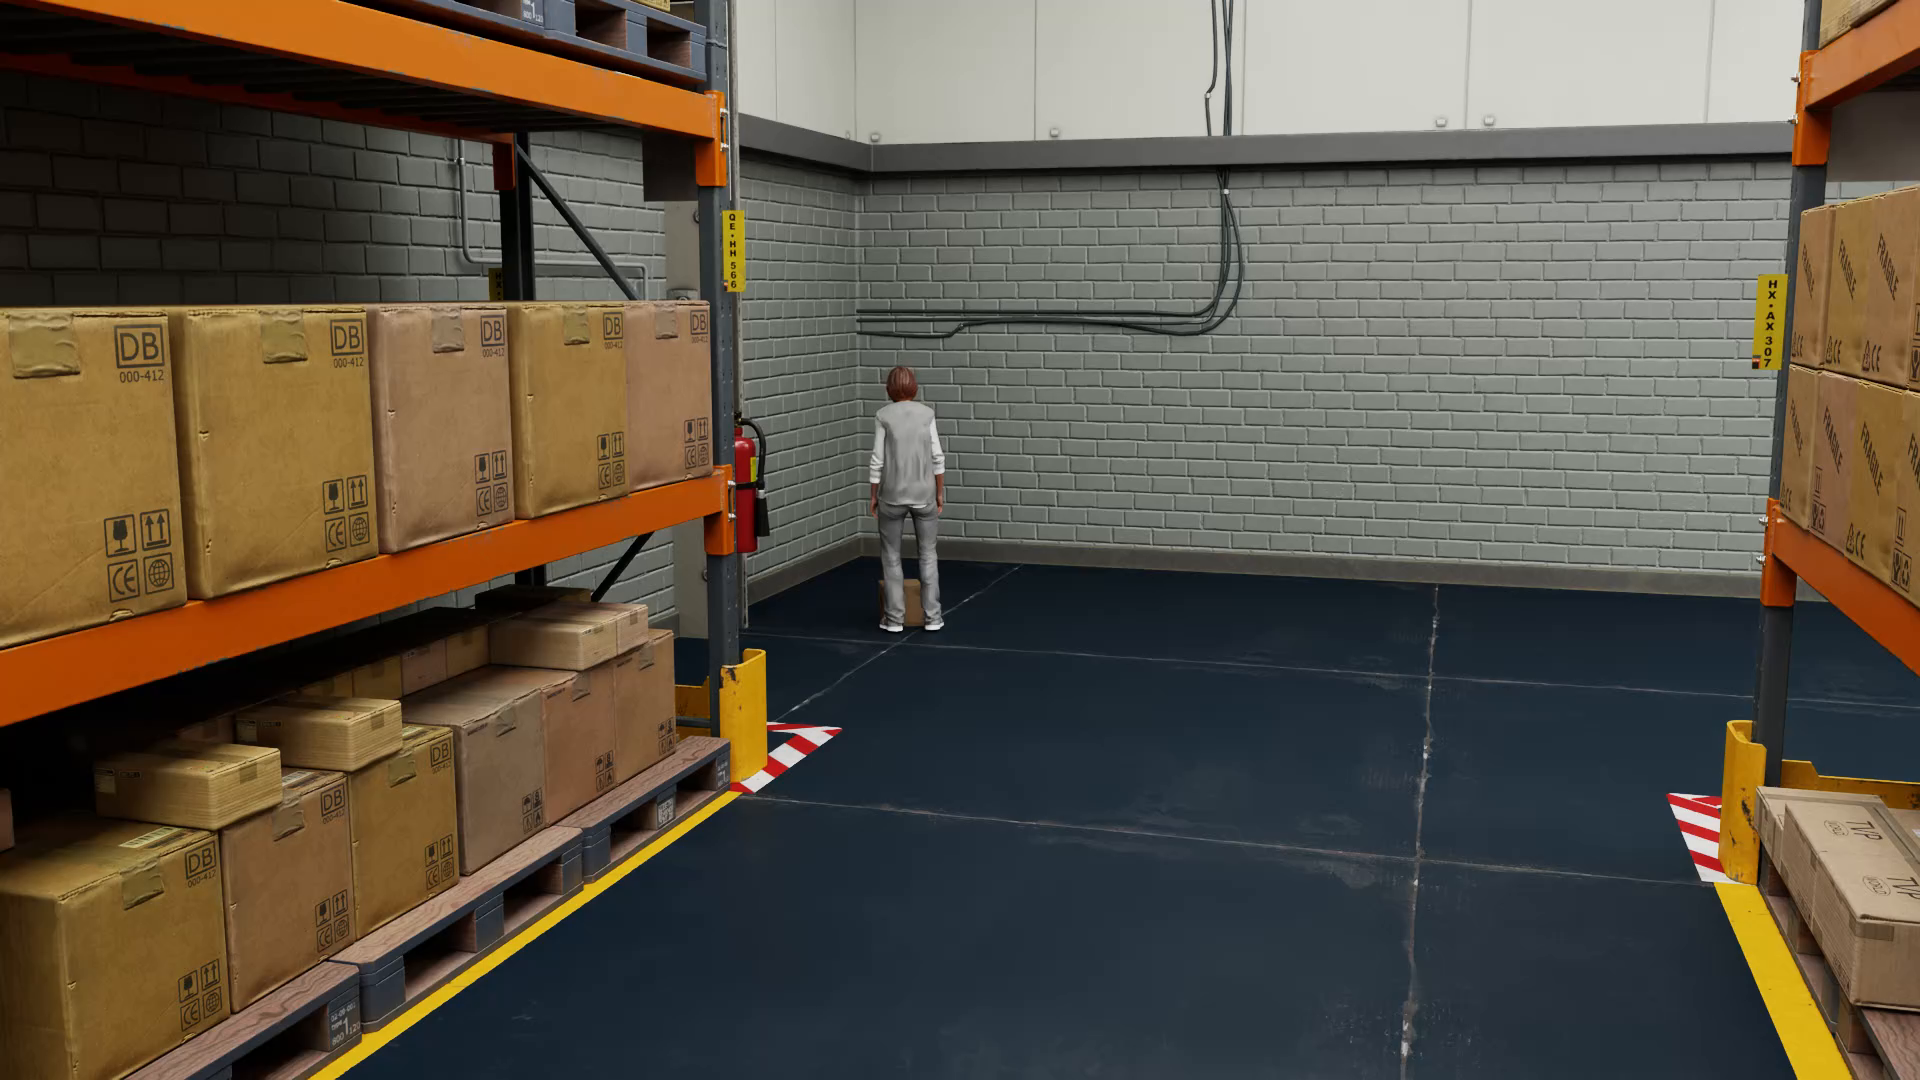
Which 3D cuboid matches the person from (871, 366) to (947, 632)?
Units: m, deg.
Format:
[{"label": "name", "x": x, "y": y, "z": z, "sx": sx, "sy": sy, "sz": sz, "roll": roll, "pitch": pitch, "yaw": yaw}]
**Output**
[{"label": "person", "x": -0.304, "y": -0.240, "z": 9.973, "sx": 0.465, "sy": 1.593, "sz": 0.346, "roll": -1, "pitch": 9, "yaw": -9}]
